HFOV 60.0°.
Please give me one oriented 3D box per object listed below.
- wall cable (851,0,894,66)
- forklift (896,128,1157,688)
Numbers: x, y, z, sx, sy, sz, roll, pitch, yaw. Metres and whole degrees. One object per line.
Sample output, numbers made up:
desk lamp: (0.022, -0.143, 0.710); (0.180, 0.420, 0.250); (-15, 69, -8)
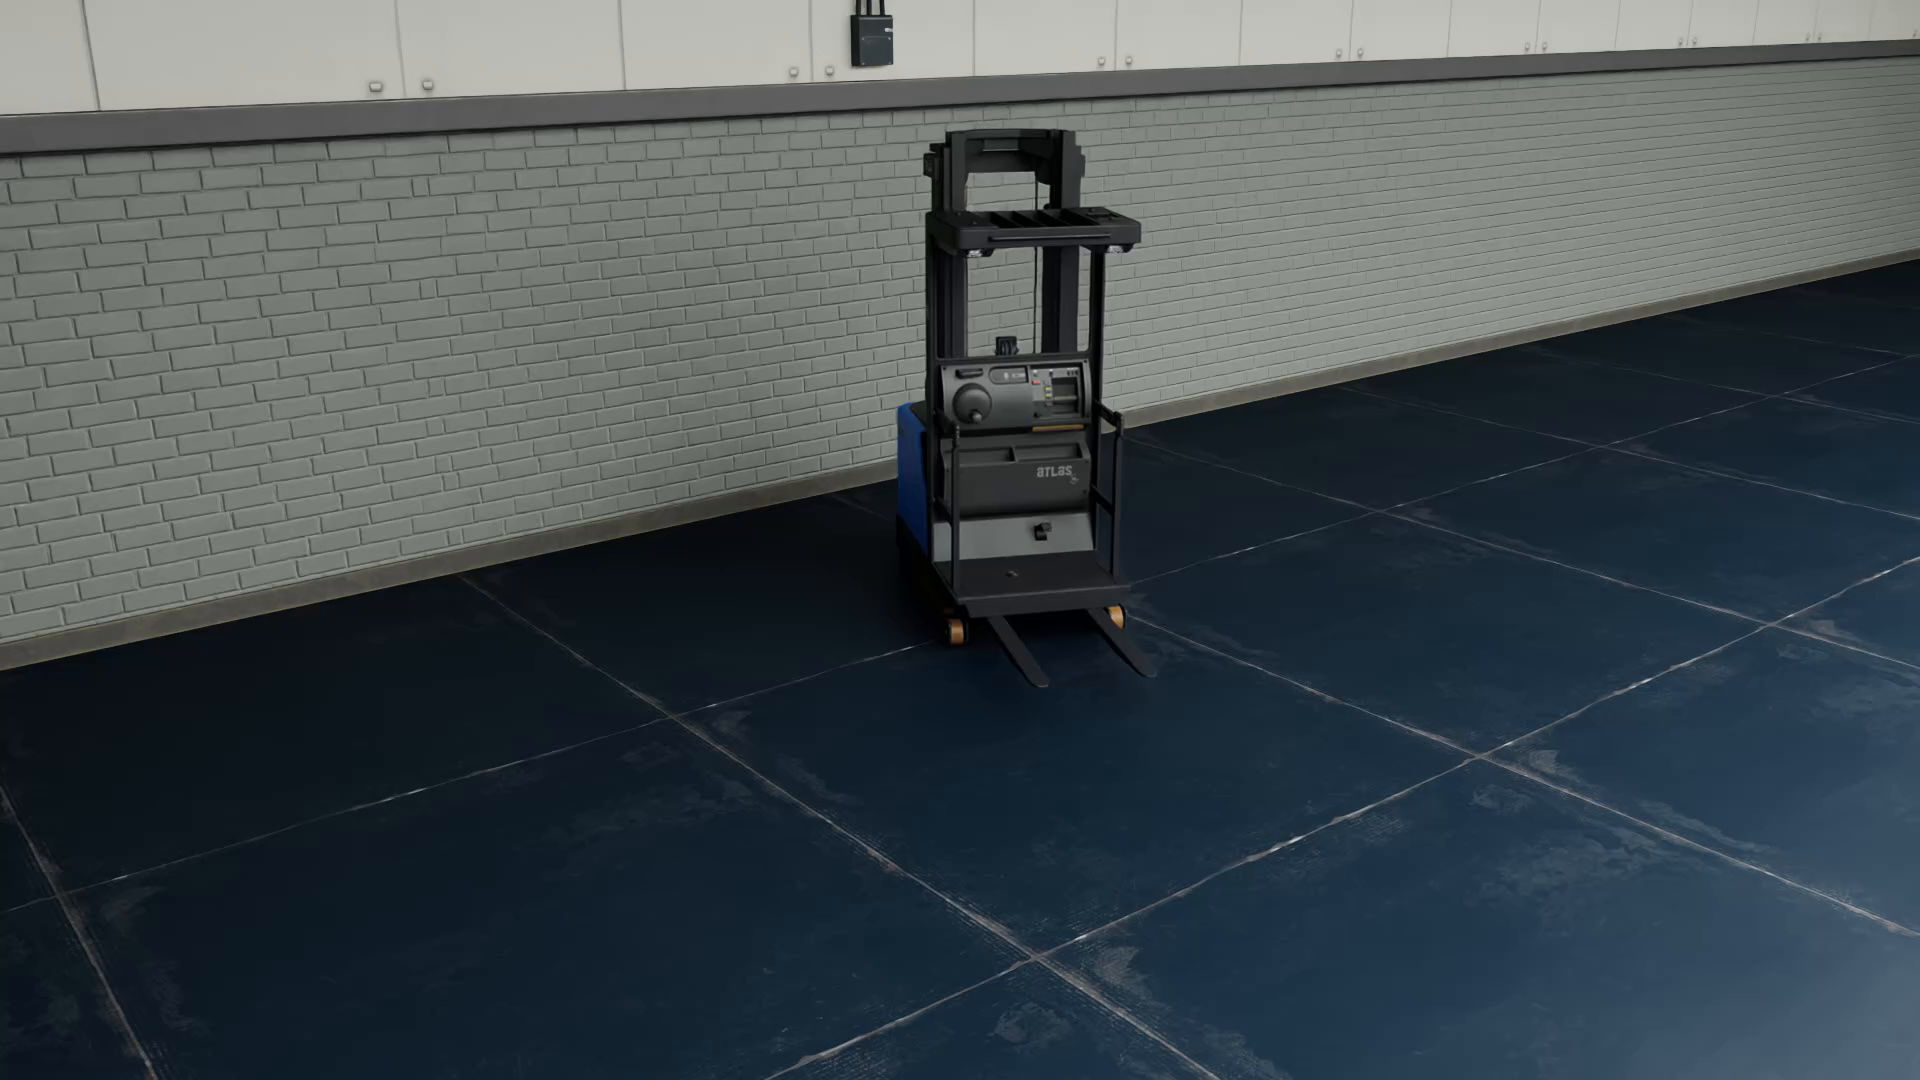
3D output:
wall cable: (0.153, -6.530, 11.859); (2.305, 6.003, 0.169); (-14, 23, -36)
forklift: (0.392, -0.888, 9.883); (1.130, 2.935, 3.031); (-4, 19, -12)
